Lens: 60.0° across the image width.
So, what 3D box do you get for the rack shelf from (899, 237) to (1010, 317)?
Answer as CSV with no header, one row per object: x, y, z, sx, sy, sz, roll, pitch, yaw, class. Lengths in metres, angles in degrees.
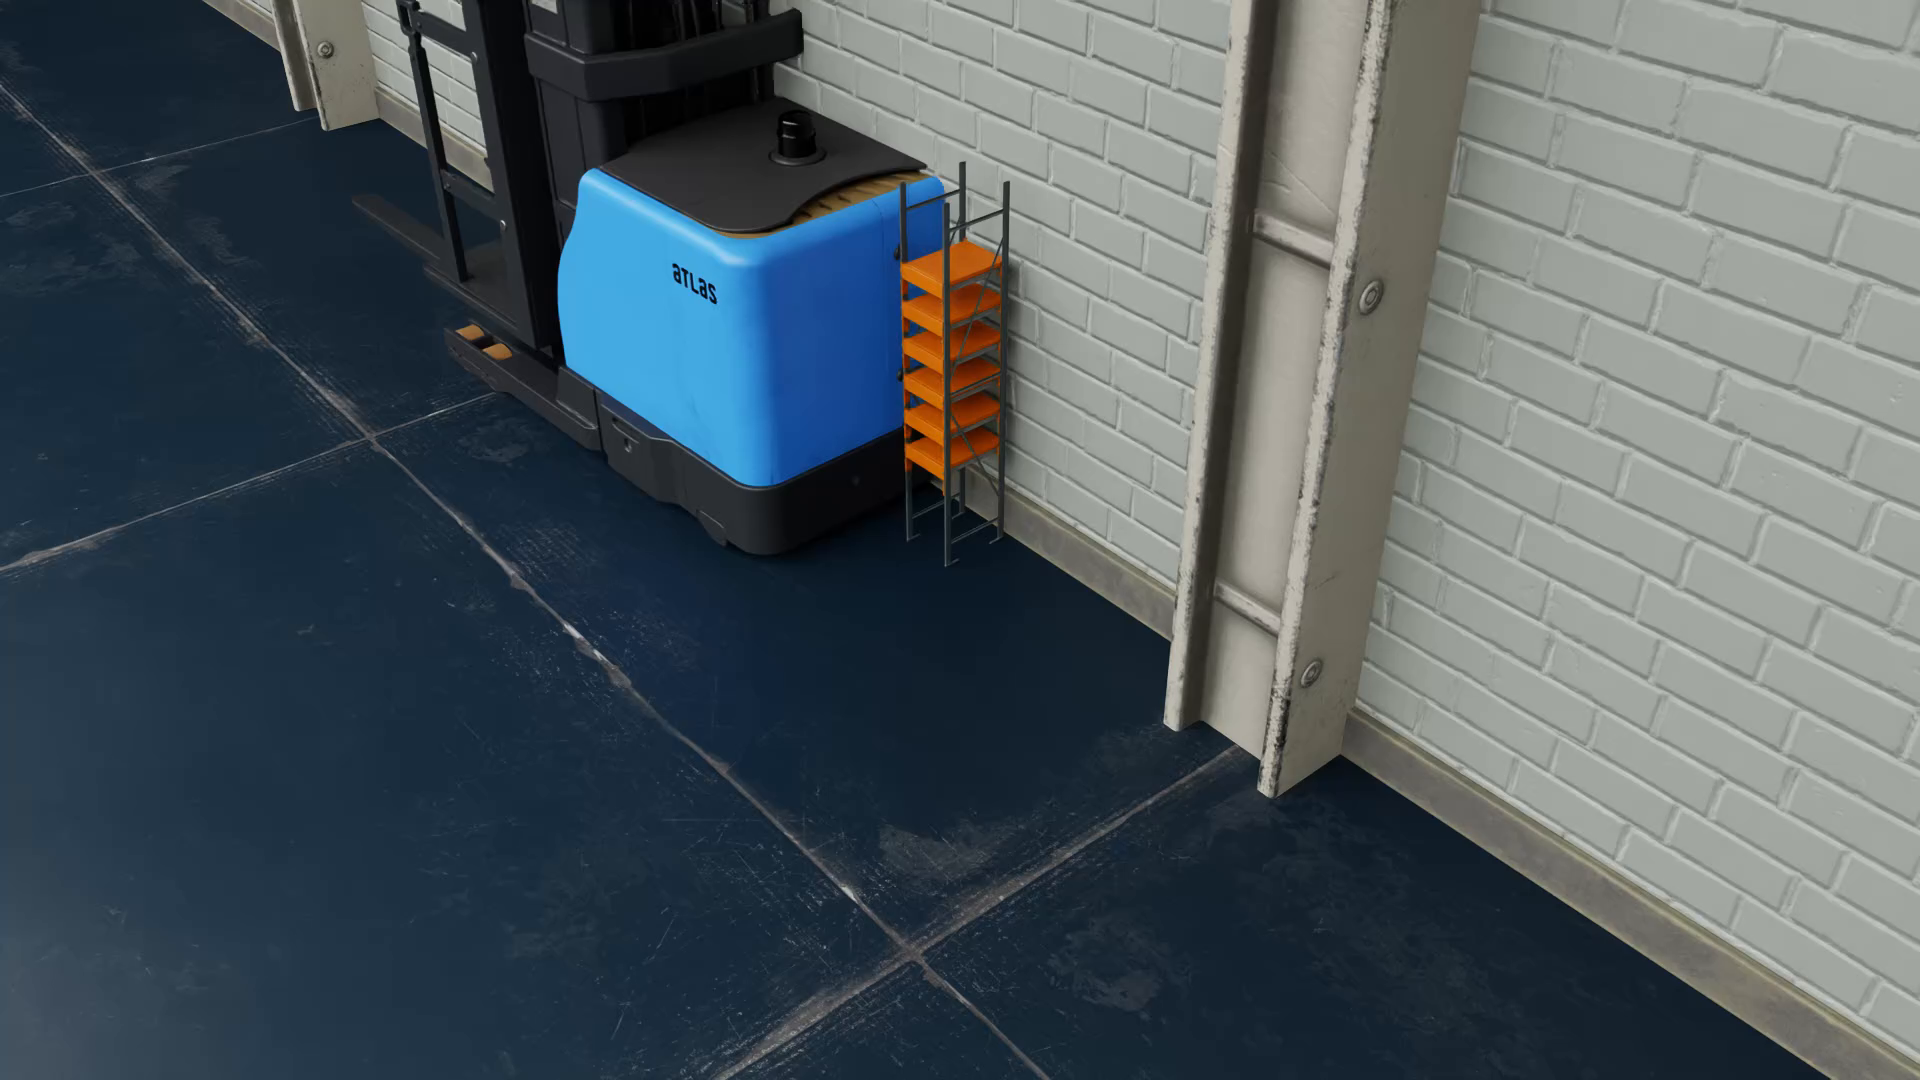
-0.015,-0.749,4.724,0.258,0.103,0.180,-27,43,-33,rack shelf

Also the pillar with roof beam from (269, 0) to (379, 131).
-6.363,-4.189,3.379,9.100,9.000,0.400,-26,43,-32,pillar with roof beam

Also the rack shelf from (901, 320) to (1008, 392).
-0.015,-0.553,4.862,0.258,0.103,0.180,-27,43,-33,rack shelf

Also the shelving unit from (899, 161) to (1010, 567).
-0.015,-0.492,4.906,0.258,1.200,0.189,-27,43,-33,shelving unit

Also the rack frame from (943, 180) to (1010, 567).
0.045,-0.452,4.850,0.240,1.200,0.006,-27,43,-33,rack frame

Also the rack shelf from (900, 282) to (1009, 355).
-0.015,-0.651,4.793,0.258,0.103,0.180,-27,43,-33,rack shelf

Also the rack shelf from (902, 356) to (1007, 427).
-0.015,-0.455,4.932,0.258,0.103,0.180,-27,43,-33,rack shelf

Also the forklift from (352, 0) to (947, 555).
-1.240,-1.914,5.416,1.130,2.935,3.031,-28,44,-34,forklift

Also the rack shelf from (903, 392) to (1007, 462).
-0.015,-0.357,5.001,0.258,0.103,0.180,-27,43,-33,rack shelf

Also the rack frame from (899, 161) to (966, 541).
-0.075,-0.531,4.962,0.240,1.200,0.006,-27,43,-33,rack frame

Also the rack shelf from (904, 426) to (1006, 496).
-0.015,-0.260,5.070,0.258,0.103,0.180,-27,43,-33,rack shelf
